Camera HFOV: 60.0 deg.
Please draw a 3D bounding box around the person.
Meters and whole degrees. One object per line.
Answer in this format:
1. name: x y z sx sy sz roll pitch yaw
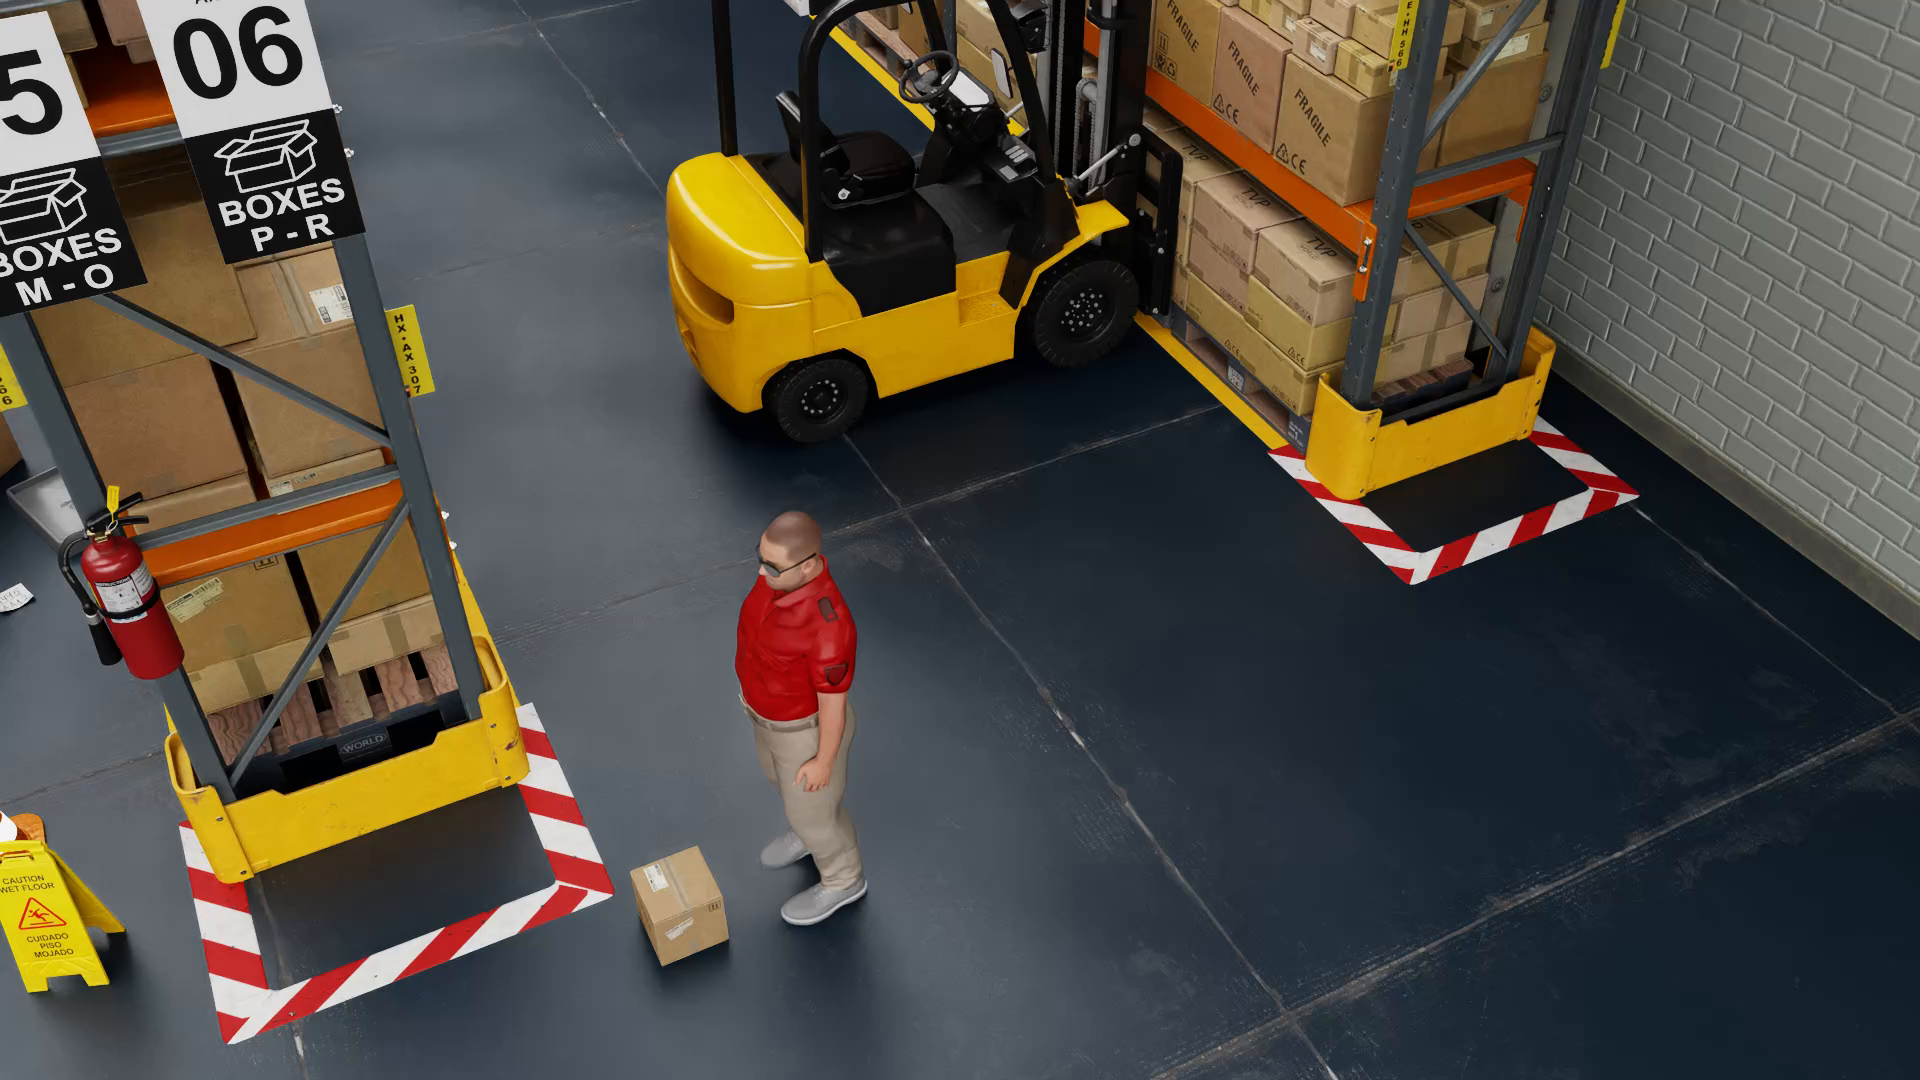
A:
1. person: -0.538 0.599 5.502 0.360 1.740 0.528 -18 44 -19
